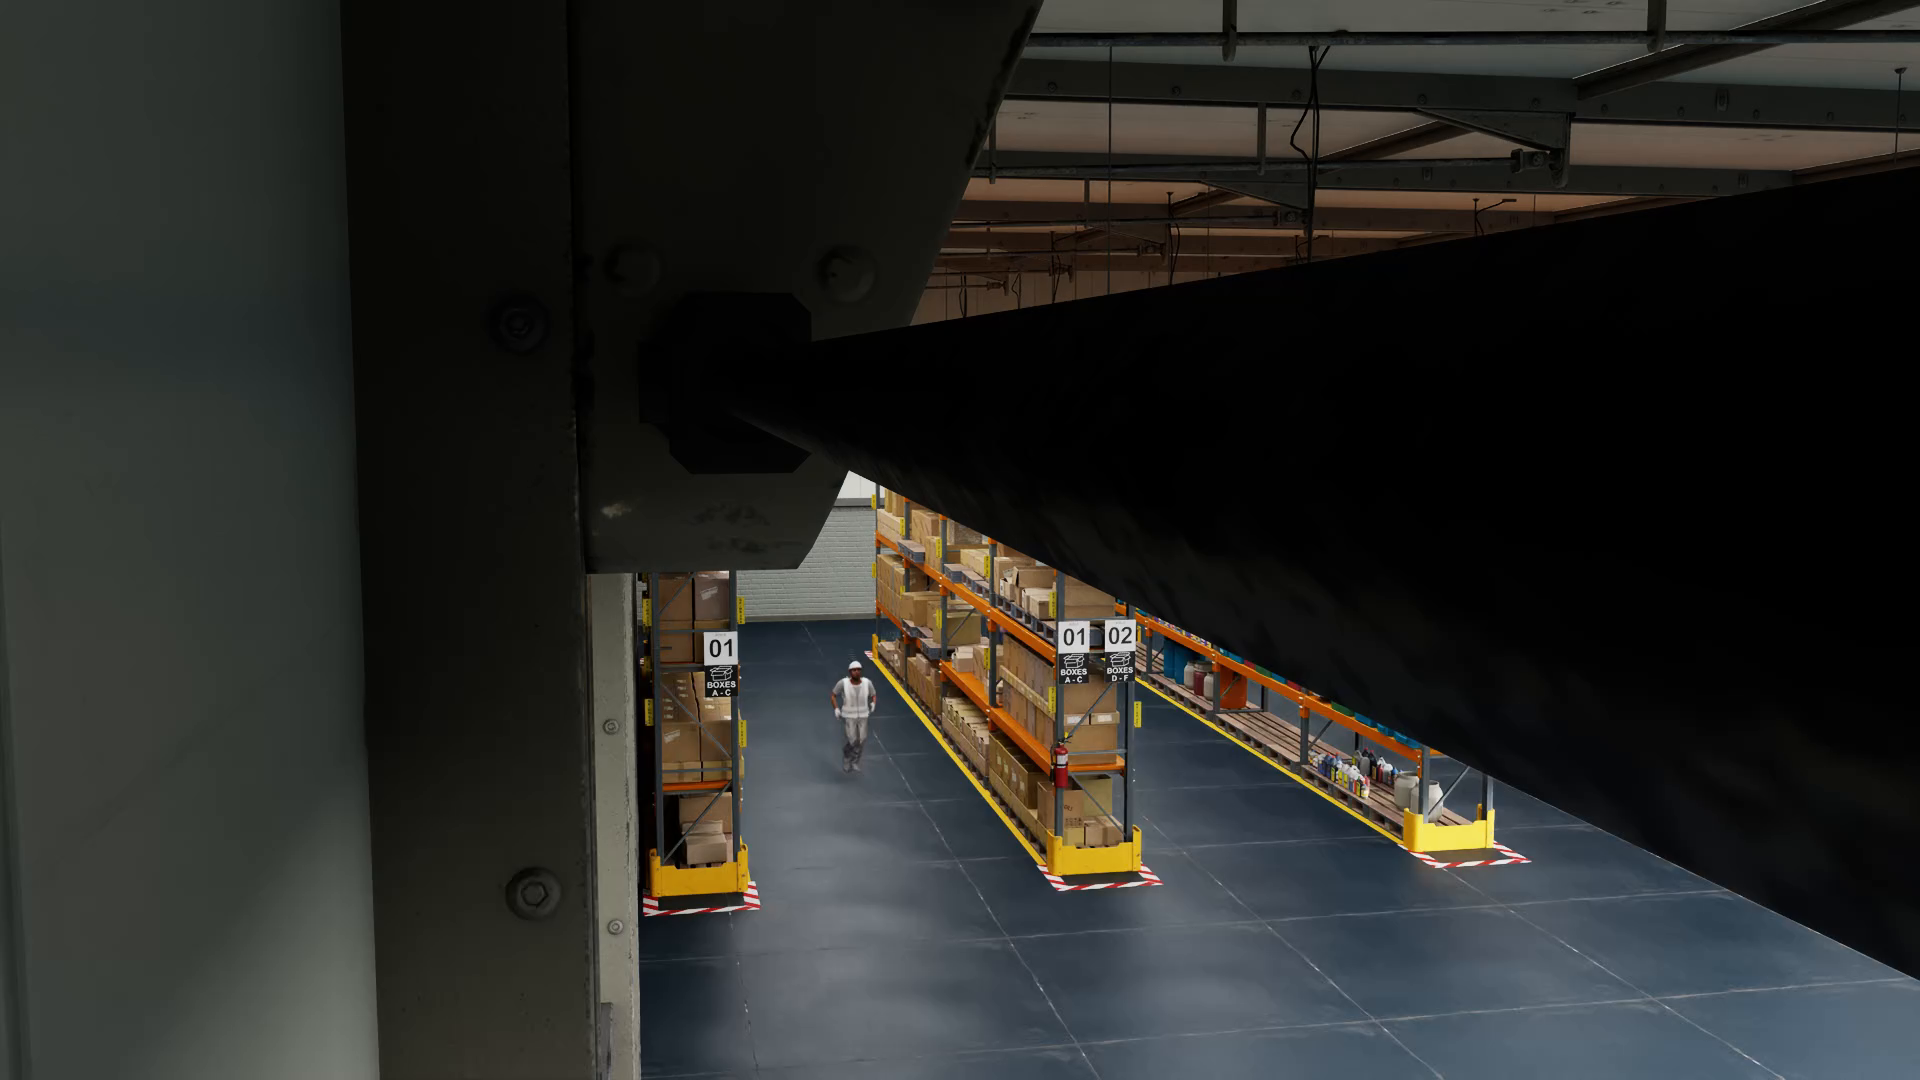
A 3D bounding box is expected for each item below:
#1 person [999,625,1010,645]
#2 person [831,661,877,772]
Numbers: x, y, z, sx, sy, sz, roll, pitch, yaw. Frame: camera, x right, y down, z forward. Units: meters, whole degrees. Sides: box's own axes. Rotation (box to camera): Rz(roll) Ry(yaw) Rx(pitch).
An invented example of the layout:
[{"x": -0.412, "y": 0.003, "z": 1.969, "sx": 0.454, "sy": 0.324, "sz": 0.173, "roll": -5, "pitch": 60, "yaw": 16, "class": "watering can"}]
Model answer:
[{"x": 0.939, "y": 1.954, "z": 35.114, "sx": 0.524, "sy": 1.562, "sz": 0.880, "roll": -1, "pitch": 6, "yaw": -13, "class": "person"}, {"x": -1.592, "y": 2.744, "z": 25.683, "sx": 0.685, "sy": 1.742, "sz": 0.609, "roll": -2, "pitch": 6, "yaw": -20, "class": "person"}]
